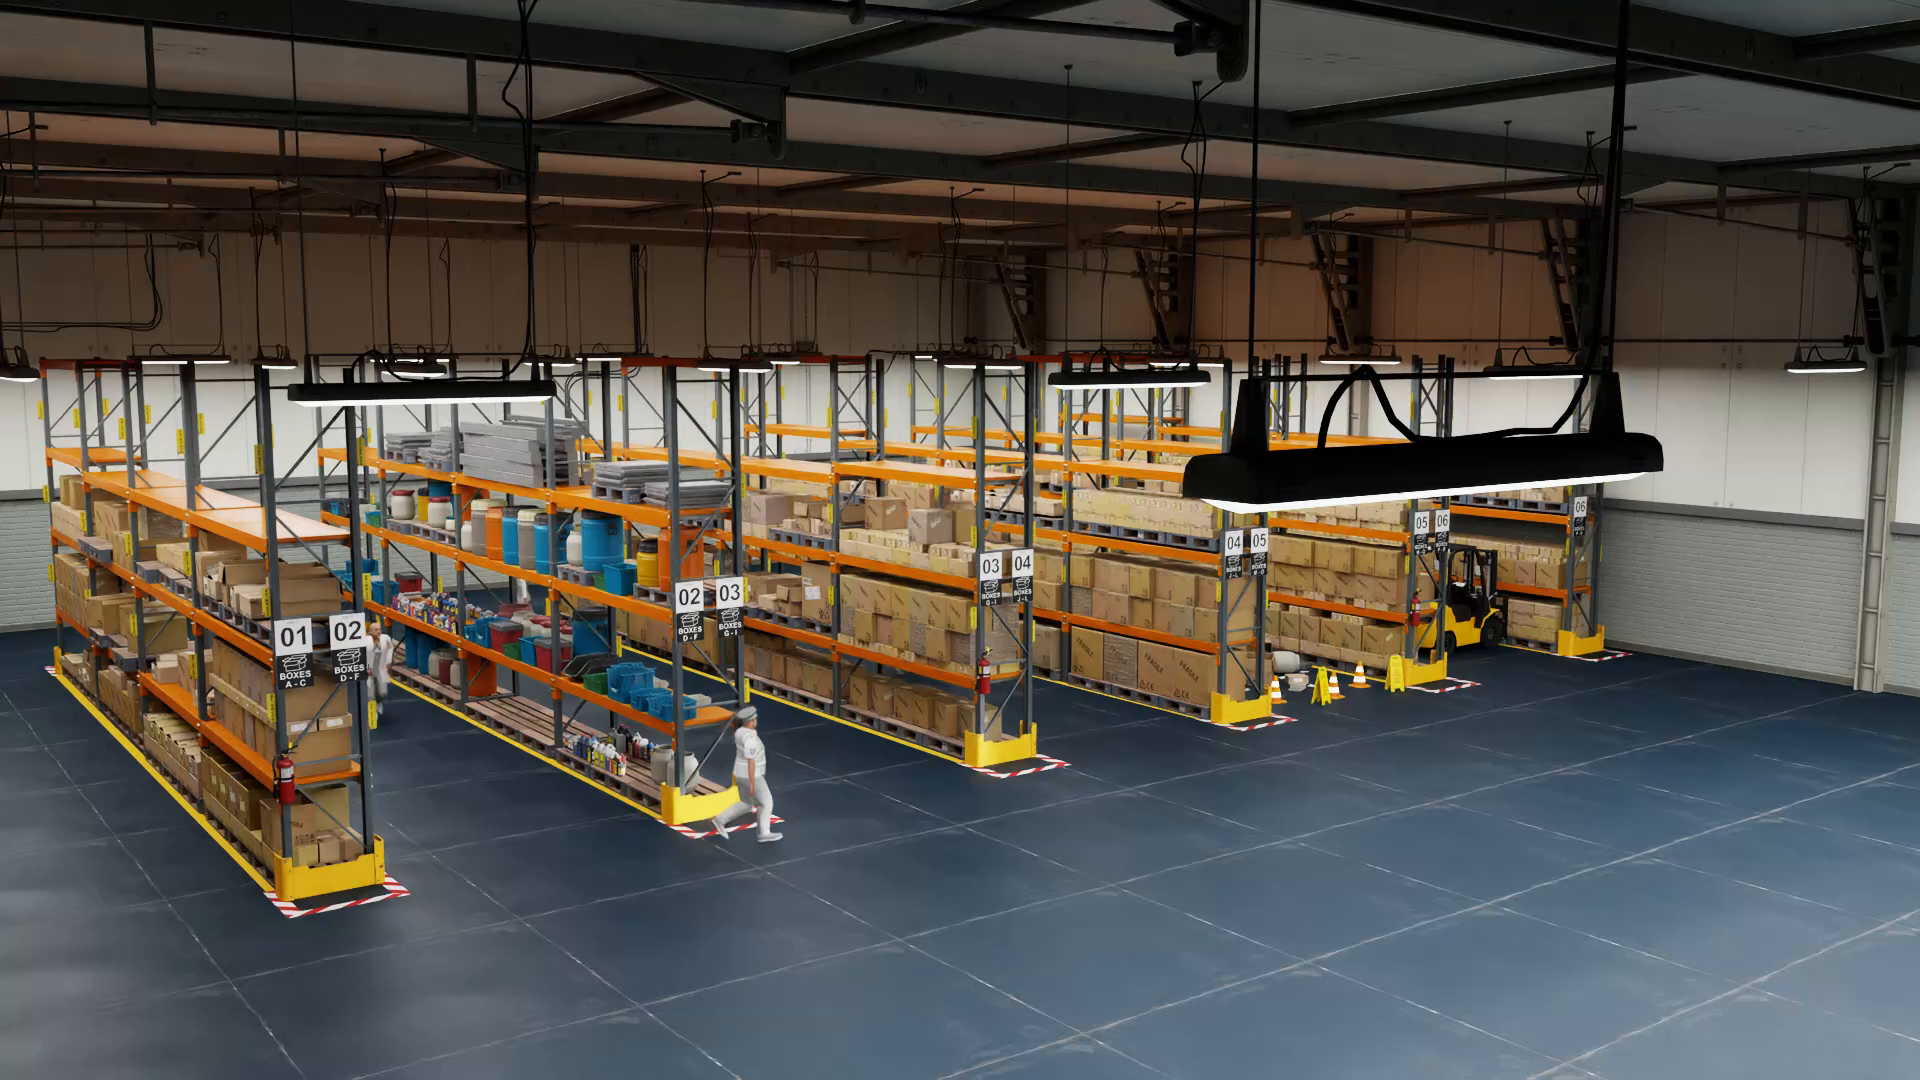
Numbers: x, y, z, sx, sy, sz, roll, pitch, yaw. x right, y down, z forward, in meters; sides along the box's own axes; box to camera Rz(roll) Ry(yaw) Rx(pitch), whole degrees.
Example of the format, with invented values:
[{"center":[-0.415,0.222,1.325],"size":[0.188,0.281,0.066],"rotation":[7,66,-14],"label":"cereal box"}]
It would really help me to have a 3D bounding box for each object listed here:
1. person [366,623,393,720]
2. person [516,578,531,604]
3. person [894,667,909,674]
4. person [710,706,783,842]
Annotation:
[{"center":[-9.770,2.186,27.685],"size":[0.700,1.685,0.666],"rotation":[-4,8,-28],"label":"person"},{"center":[-9.308,1.290,35.569],"size":[0.927,1.564,0.431],"rotation":[-1,7,-7],"label":"person"},{"center":[-1.035,1.779,31.438],"size":[0.640,1.580,0.753],"rotation":[-3,8,-24],"label":"person"},{"center":[-2.699,2.948,20.935],"size":[0.883,1.728,0.561],"rotation":[-3,7,-22],"label":"person"}]
